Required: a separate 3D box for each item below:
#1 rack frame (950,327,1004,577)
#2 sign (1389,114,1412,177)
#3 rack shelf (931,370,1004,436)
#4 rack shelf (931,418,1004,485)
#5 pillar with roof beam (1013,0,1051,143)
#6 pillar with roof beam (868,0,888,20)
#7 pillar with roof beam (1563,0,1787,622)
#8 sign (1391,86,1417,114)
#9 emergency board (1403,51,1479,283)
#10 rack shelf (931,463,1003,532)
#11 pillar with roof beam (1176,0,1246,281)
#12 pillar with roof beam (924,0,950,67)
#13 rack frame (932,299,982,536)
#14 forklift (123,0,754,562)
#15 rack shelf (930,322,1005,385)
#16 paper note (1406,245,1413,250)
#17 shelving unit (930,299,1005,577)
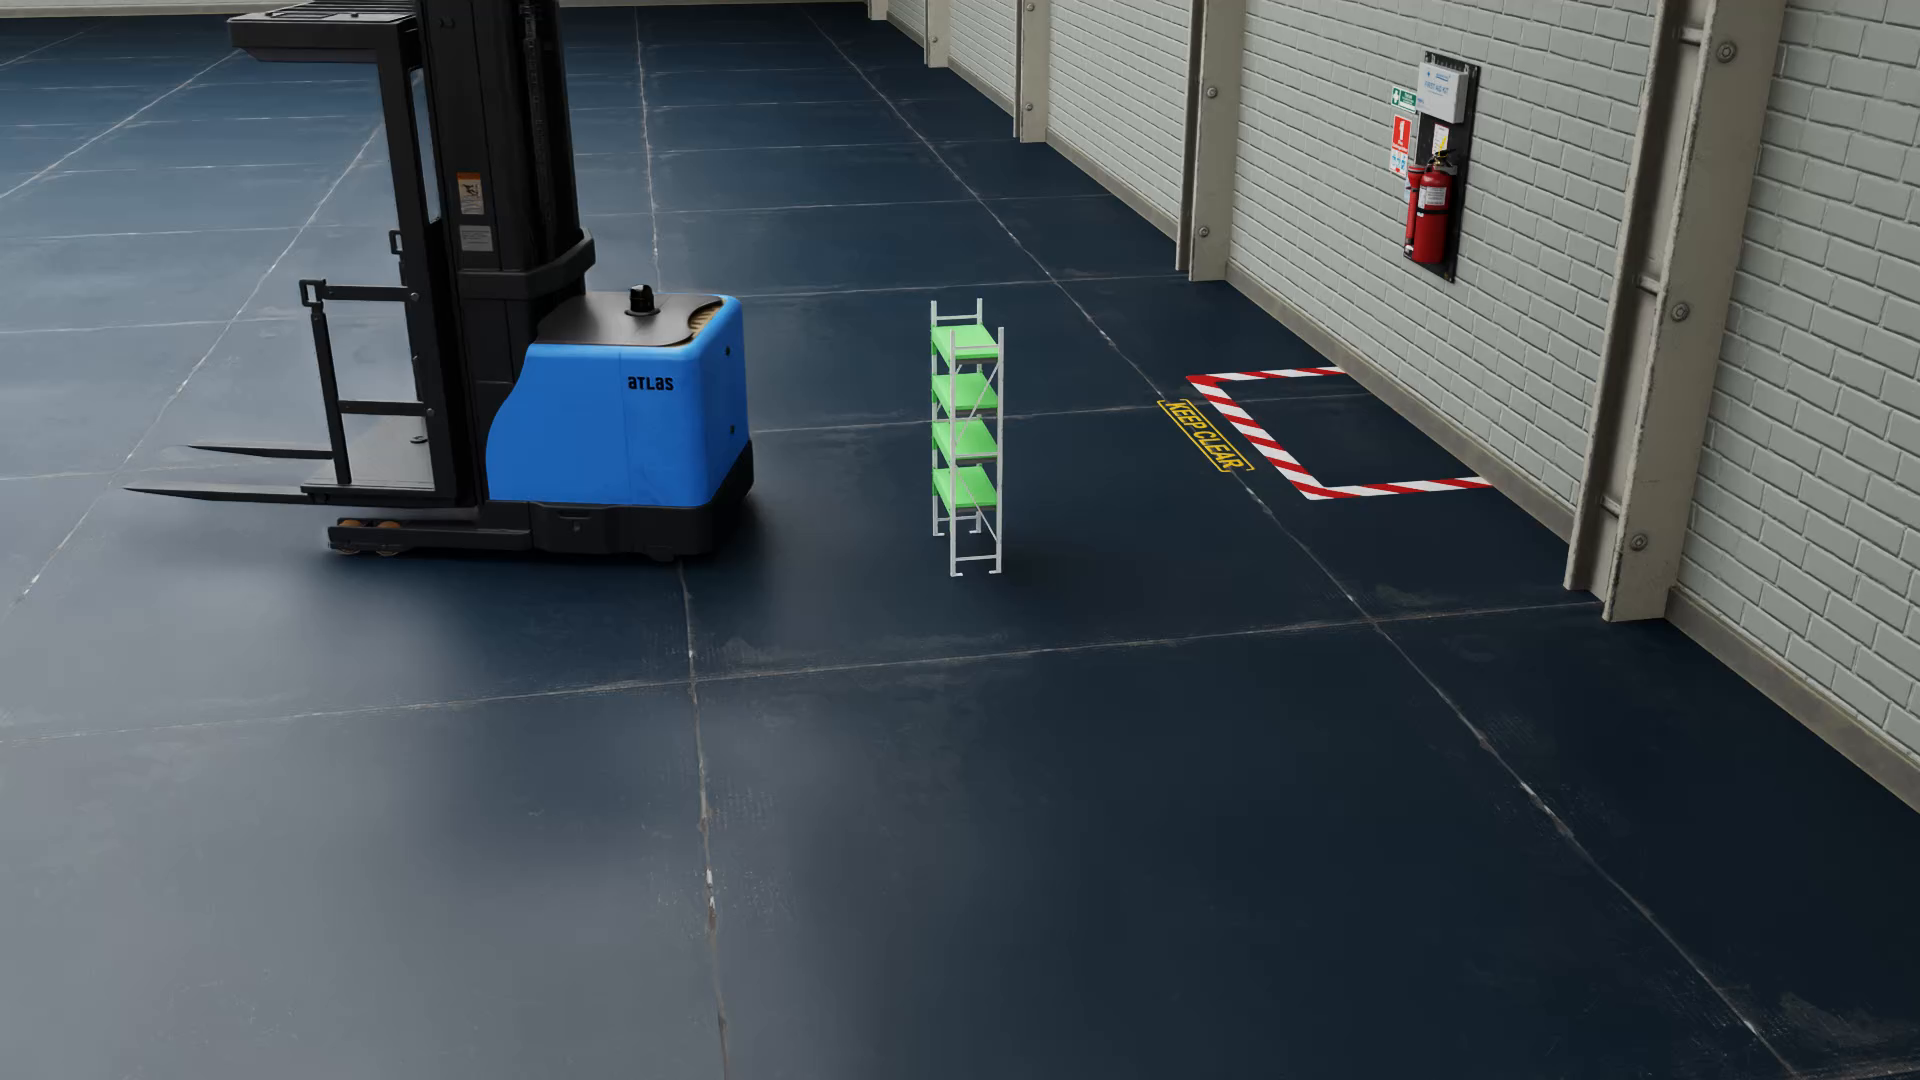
[{"bbox_3d":[0.076,-0.389,7.641,0.240,1.200,0.015,-4,24,-10],"label":"rack frame"},{"bbox_3d":[2.583,-2.314,9.757,0.001,0.329,0.234,-4,24,-10],"label":"sign"},{"bbox_3d":[0.031,-0.646,7.790,0.258,0.148,0.480,-4,24,-10],"label":"rack shelf"},{"bbox_3d":[0.031,-0.426,7.886,0.258,0.148,0.480,-4,24,-10],"label":"rack shelf"},{"bbox_3d":[-3.446,-8.249,15.894,9.100,9.000,0.400,-4,24,-10],"label":"pillar with roof beam"},{"bbox_3d":[-5.665,-12.969,26.701,9.100,9.000,0.400,-4,24,-10],"label":"pillar with roof beam"},{"bbox_3d":[-1.227,-3.529,5.086,9.100,9.000,0.400,-4,24,-10],"label":"pillar with roof beam"},{"bbox_3d":[2.575,-2.555,9.645,0.001,0.109,0.331,-4,24,-10],"label":"sign"},{"bbox_3d":[2.584,-2.073,9.249,0.194,1.169,0.643,-4,24,-10],"label":"emergency board"},{"bbox_3d":[0.031,-0.206,7.982,0.258,0.148,0.480,-4,24,-10],"label":"rack shelf"},{"bbox_3d":[-2.337,-5.889,10.490,9.100,9.000,0.400,-4,24,-10],"label":"pillar with roof beam"},{"bbox_3d":[-4.556,-10.609,21.297,9.100,9.000,0.400,-4,24,-10],"label":"pillar with roof beam"},{"bbox_3d":[-0.015,-0.581,8.081,0.240,1.200,0.015,-4,24,-10],"label":"rack frame"},{"bbox_3d":[-2.636,-1.471,7.957,3.031,2.935,1.130,2,24,5],"label":"forklift"},{"bbox_3d":[0.031,-0.866,7.694,0.258,0.148,0.480,-4,24,-10],"label":"rack shelf"},{"bbox_3d":[2.619,-1.744,9.596,0.016,0.148,0.142,-4,24,-10],"label":"paper note"},{"bbox_3d":[0.031,-0.485,7.861,0.258,1.200,0.503,-4,24,-10],"label":"shelving unit"}]
